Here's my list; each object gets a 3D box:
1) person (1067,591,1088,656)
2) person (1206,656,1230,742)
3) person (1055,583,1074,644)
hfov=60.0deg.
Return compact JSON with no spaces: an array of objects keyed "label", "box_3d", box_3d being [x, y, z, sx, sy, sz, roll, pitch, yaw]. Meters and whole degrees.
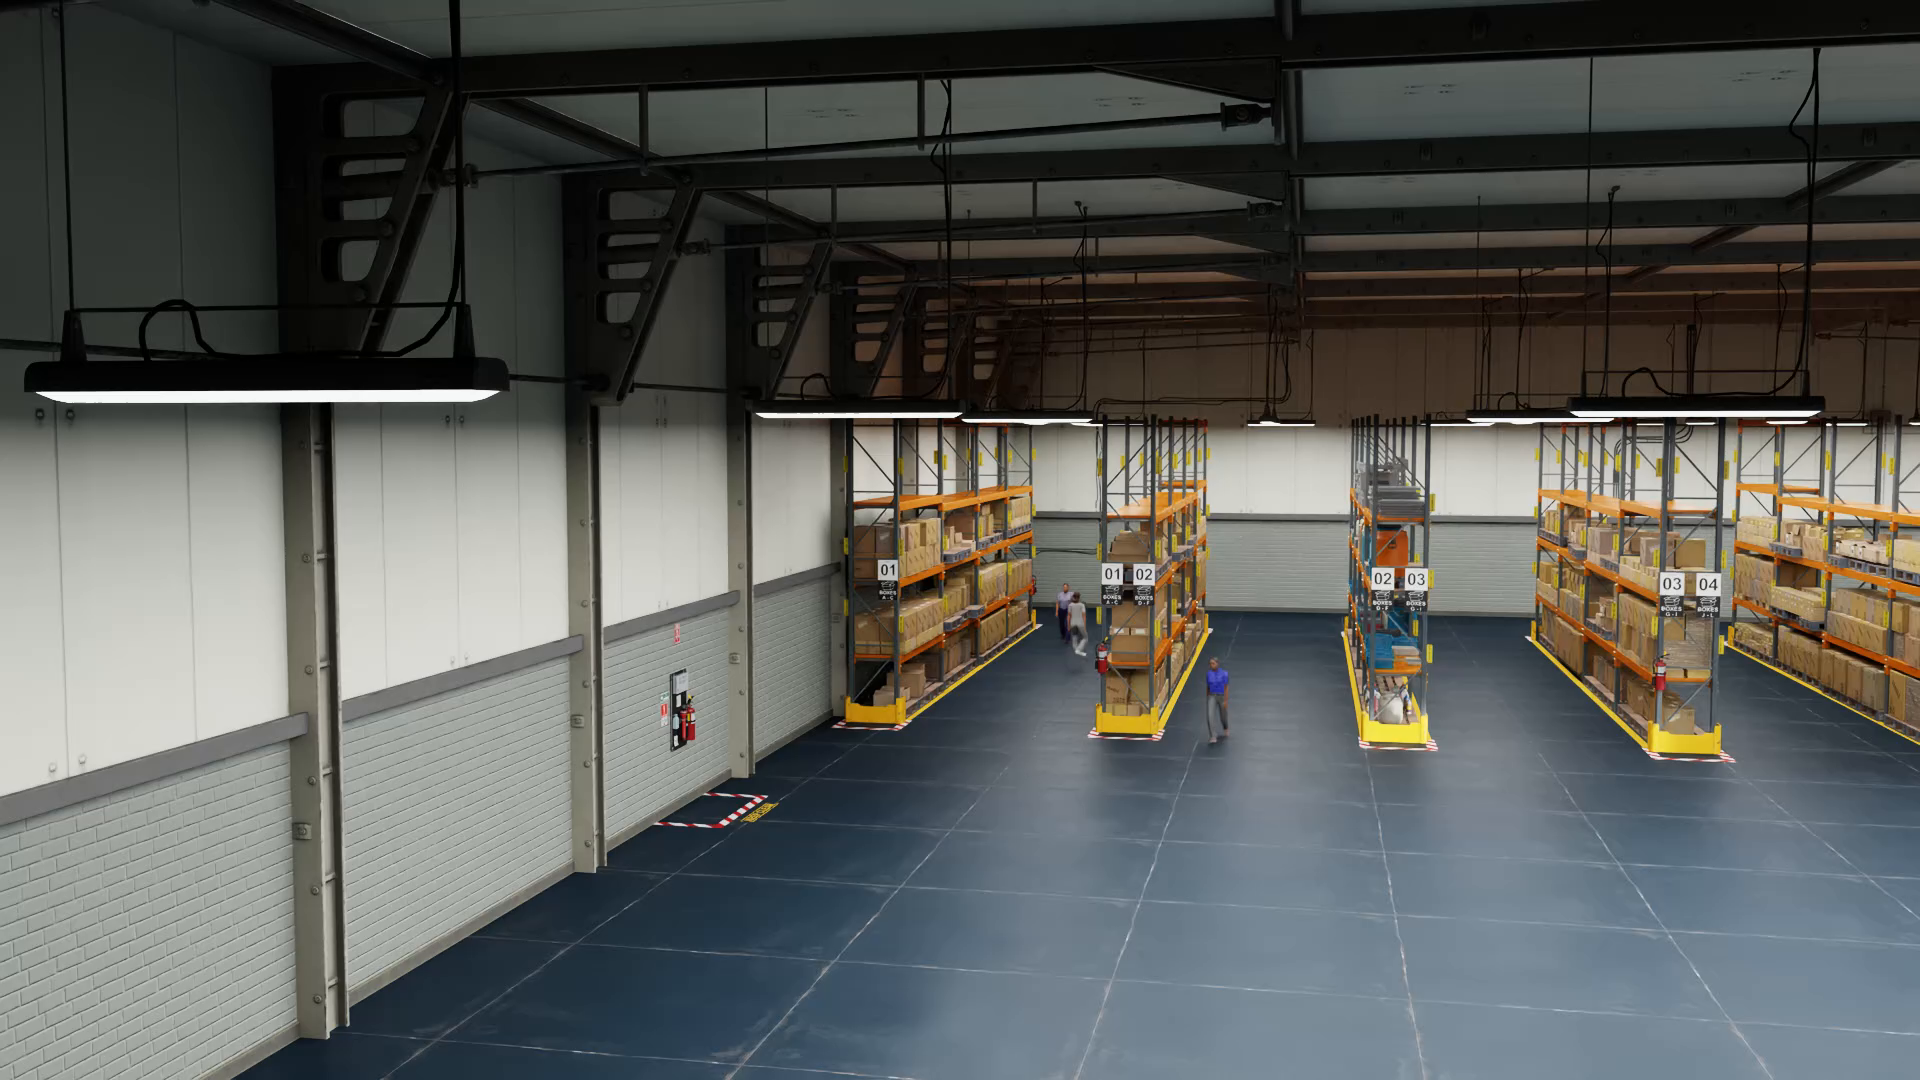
[{"label":"person","box_3d":[2.850,2.020,40.321,0.494,1.551,0.615,1,4,14]},{"label":"person","box_3d":[4.728,2.905,30.589,0.434,1.531,0.934,1,4,20]},{"label":"person","box_3d":[2.836,1.944,44.541,0.507,1.586,1.043,1,4,11]}]
